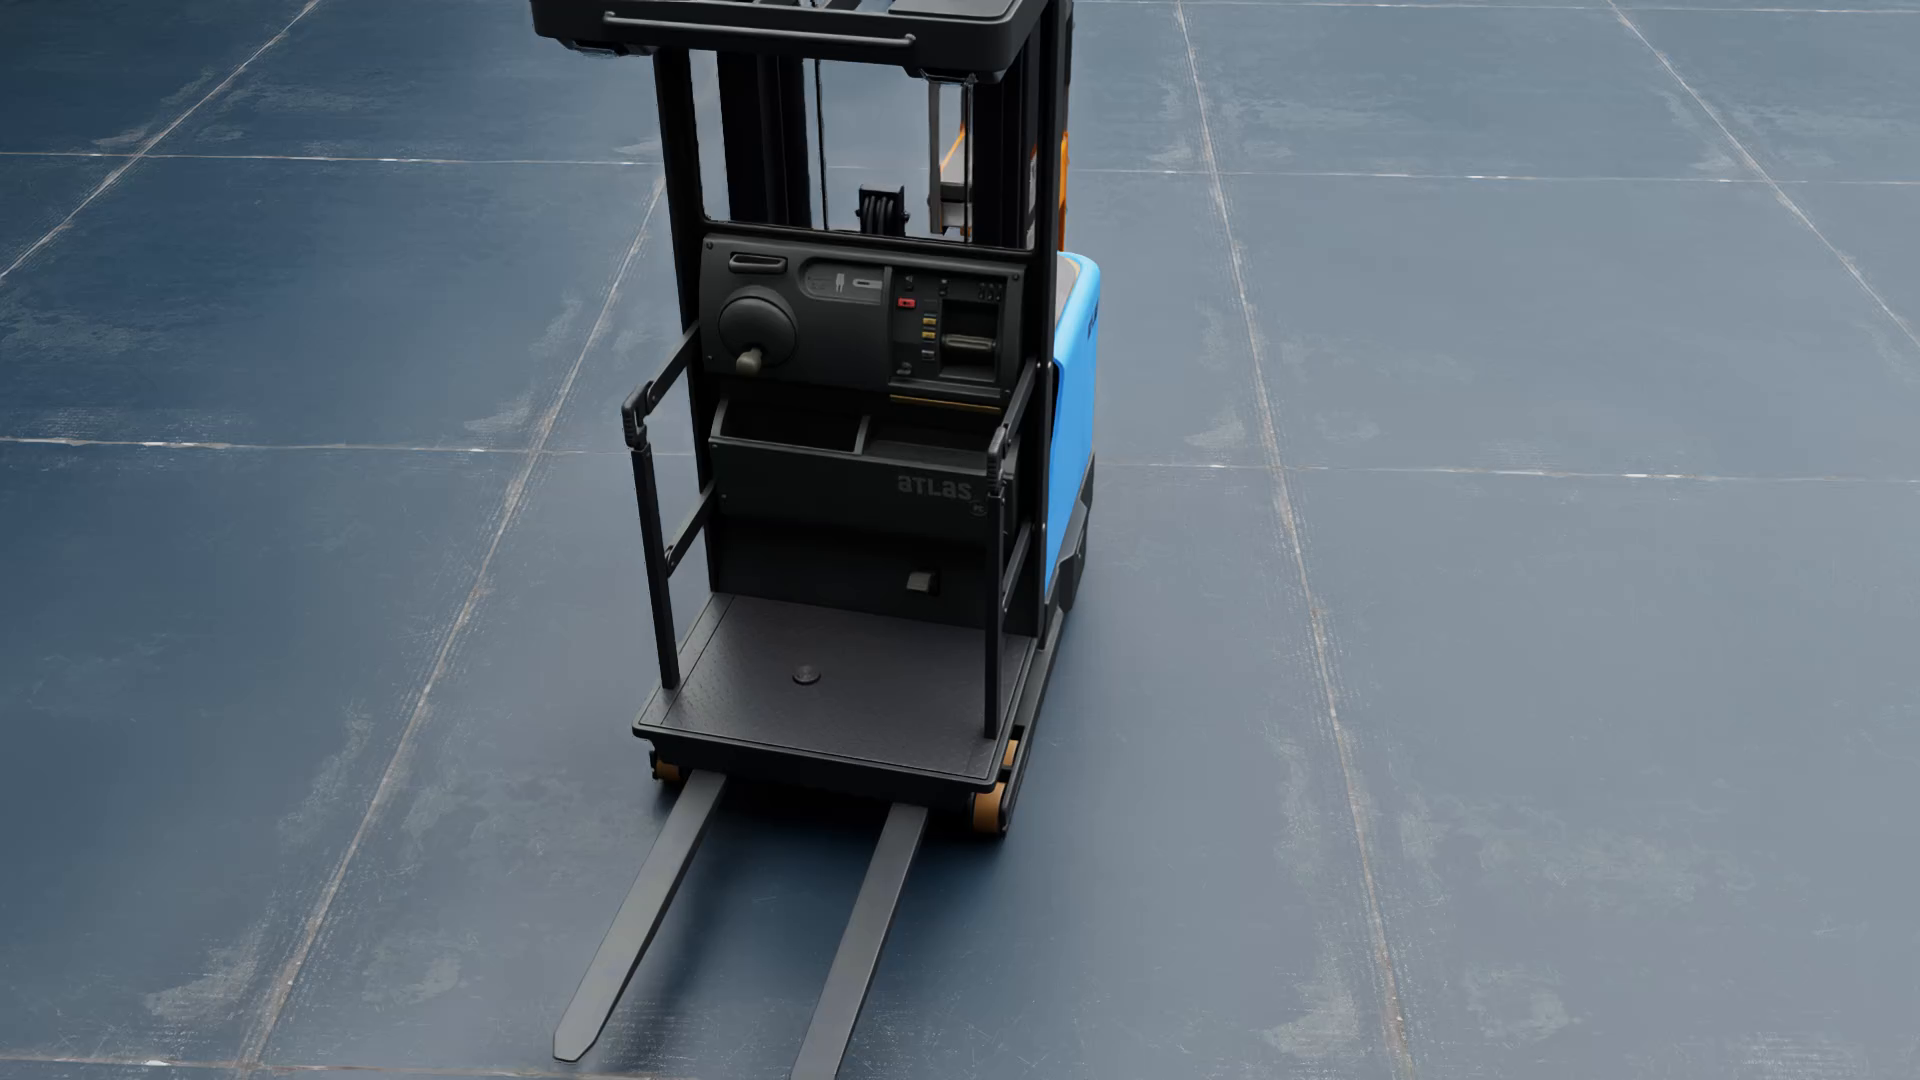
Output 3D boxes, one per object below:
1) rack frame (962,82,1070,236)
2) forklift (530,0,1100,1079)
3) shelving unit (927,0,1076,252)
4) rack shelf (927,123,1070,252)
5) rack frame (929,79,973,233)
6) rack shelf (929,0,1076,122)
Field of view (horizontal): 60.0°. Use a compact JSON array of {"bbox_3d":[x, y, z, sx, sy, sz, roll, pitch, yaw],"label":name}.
[{"bbox_3d":[0.203,-1.337,6.326,0.400,2.100,0.015,8,36,11],"label":"rack frame"},{"bbox_3d":[-0.329,-0.557,4.493,1.130,2.935,3.031,8,36,11],"label":"forklift"},{"bbox_3d":[0.147,-1.200,6.131,0.431,2.100,0.503,8,36,11],"label":"shelving unit"},{"bbox_3d":[0.147,-1.189,6.139,0.431,0.518,0.480,8,36,11],"label":"rack shelf"},{"bbox_3d":[0.092,-1.063,5.937,0.400,2.100,0.015,8,36,11],"label":"rack frame"},{"bbox_3d":[0.147,-1.761,5.737,0.431,0.518,0.480,8,36,11],"label":"rack shelf"}]
